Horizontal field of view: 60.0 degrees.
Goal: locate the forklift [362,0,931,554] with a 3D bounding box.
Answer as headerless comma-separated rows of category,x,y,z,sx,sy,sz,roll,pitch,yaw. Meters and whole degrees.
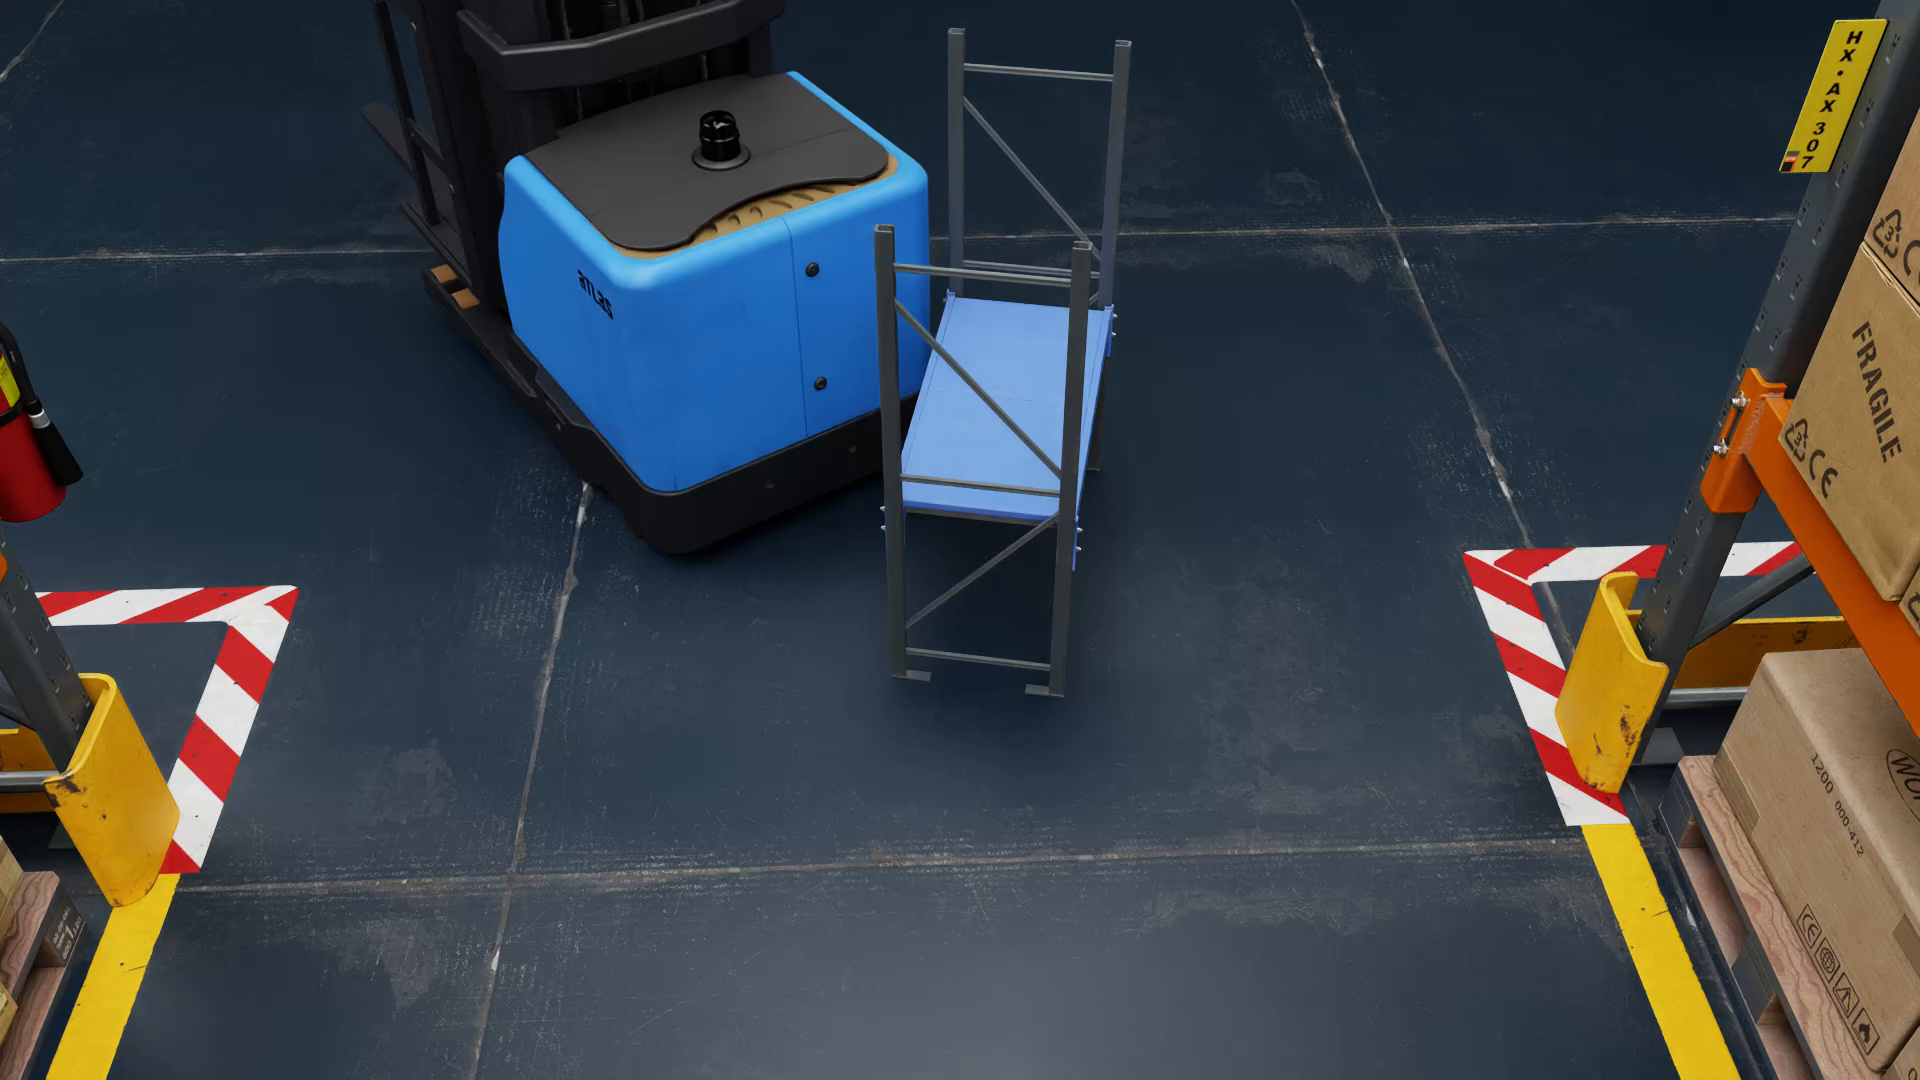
forklift,-1.331,-1.997,5.260,1.130,2.935,3.031,-25,48,-25

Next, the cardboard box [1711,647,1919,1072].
cardboard box,2.402,0.698,3.854,0.875,0.438,0.875,-3,43,-3

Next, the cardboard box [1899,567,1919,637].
cardboard box,2.057,0.101,2.846,0.500,0.500,0.500,-2,43,-2

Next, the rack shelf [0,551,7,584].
rack shelf,-2.582,1.291,2.154,1.077,0.370,4.000,-2,43,-2

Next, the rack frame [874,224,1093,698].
rack frame,0.051,-0.137,4.290,0.500,1.500,0.032,6,43,7

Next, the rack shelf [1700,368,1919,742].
rack shelf,2.359,1.081,2.384,1.077,0.370,4.000,-2,43,-2

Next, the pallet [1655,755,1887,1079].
pallet,2.386,1.031,3.969,1.003,0.211,1.213,-2,43,-2

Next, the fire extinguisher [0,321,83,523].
fire extinguisher,-2.217,-0.342,3.736,0.296,0.674,0.183,-2,43,-2

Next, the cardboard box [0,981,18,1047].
cardboard box,-2.324,1.092,3.638,0.380,0.149,0.250,0,43,0

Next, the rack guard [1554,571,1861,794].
rack guard,2.273,0.370,4.476,1.175,0.500,0.348,-2,43,-2

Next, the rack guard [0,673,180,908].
rack guard,-2.664,0.648,4.173,1.175,0.500,0.348,-2,43,-2

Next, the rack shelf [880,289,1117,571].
rack shelf,0.134,-0.344,4.781,0.538,0.185,1.000,6,43,7

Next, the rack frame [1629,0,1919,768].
rack frame,2.274,-0.535,3.614,1.000,3.000,0.127,-2,43,-2

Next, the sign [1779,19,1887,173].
sign,1.719,-0.871,3.281,0.100,0.325,0.005,-2,43,-2

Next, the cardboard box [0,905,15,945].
cardboard box,-2.436,0.921,3.824,0.380,0.149,0.250,-1,43,-1

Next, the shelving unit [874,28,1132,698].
shelving unit,0.134,-0.476,4.660,0.538,1.500,1.048,6,43,7

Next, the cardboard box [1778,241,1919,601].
cardboard box,2.008,-0.239,3.217,0.500,0.500,0.500,-2,43,-2

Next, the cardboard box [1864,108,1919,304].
cardboard box,2.010,-0.608,2.879,0.500,0.500,0.500,-3,43,-3

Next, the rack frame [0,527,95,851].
rack frame,-2.667,-0.325,3.384,1.000,3.000,0.127,-2,43,-2

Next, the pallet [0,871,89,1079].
pallet,-2.665,1.304,3.671,1.003,0.211,1.213,-2,43,-2

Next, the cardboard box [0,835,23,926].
cardboard box,-2.360,0.810,3.725,0.380,0.149,0.250,-3,43,-3

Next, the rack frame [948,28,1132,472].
rack frame,0.216,-0.815,5.029,0.500,1.500,0.032,6,43,7
